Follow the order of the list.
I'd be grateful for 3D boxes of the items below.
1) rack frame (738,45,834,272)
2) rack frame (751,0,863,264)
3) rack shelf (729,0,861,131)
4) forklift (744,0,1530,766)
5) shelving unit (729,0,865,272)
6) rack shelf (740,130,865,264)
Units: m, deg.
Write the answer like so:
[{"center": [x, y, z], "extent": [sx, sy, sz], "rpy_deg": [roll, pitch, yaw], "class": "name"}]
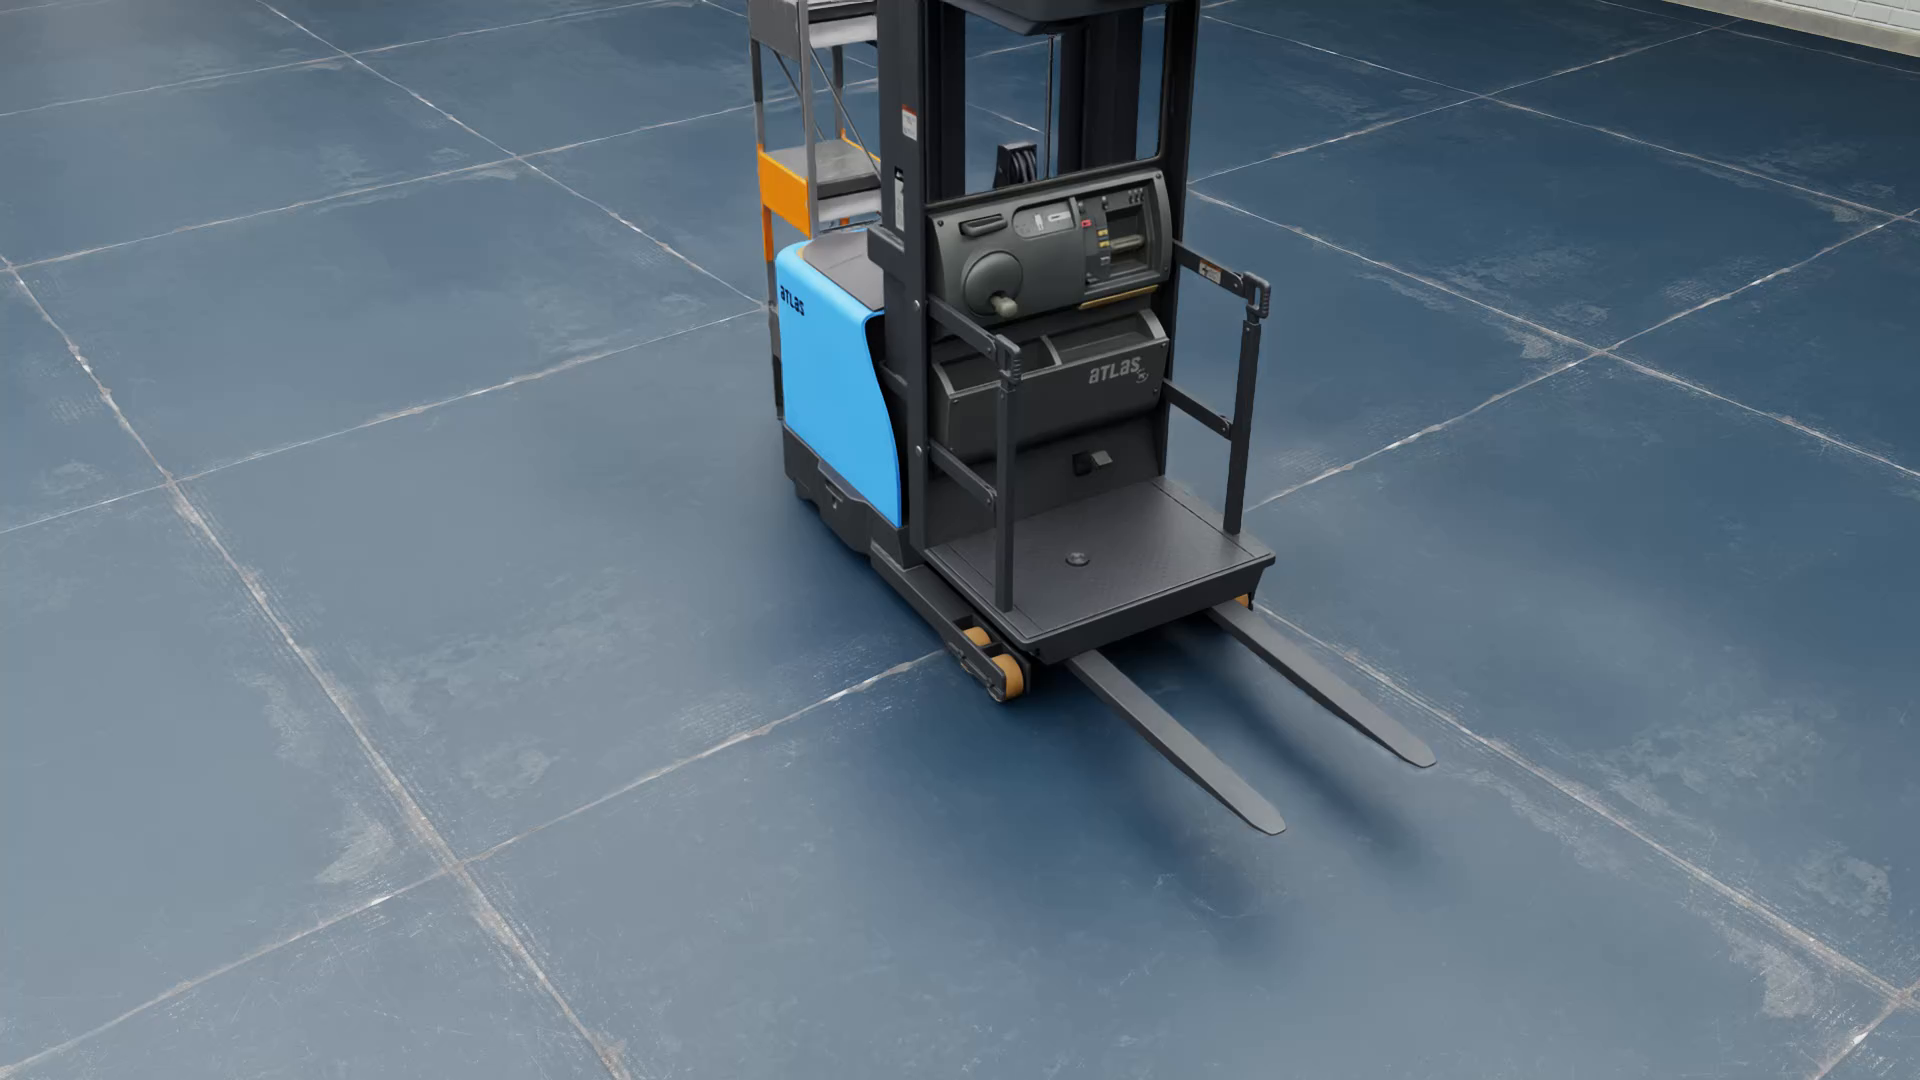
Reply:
[{"center": [-0.733, -1.522, 7.211], "extent": [0.400, 2.100, 0.015], "rpy_deg": [-9, 33, -14], "class": "rack frame"}, {"center": [-0.595, -1.275, 6.813], "extent": [0.400, 2.100, 0.015], "rpy_deg": [-9, 33, -14], "class": "rack frame"}, {"center": [-0.664, -1.982, 6.650], "extent": [0.431, 0.518, 0.480], "rpy_deg": [-9, 33, -14], "class": "rack shelf"}, {"center": [0.582, -1.020, 5.615], "extent": [3.031, 2.935, 1.130], "rpy_deg": [26, 40, 35], "class": "forklift"}, {"center": [-0.664, -1.399, 7.012], "extent": [0.431, 2.100, 0.503], "rpy_deg": [-9, 33, -14], "class": "shelving unit"}, {"center": [-0.664, -1.387, 7.019], "extent": [0.431, 0.518, 0.480], "rpy_deg": [-9, 33, -14], "class": "rack shelf"}]
